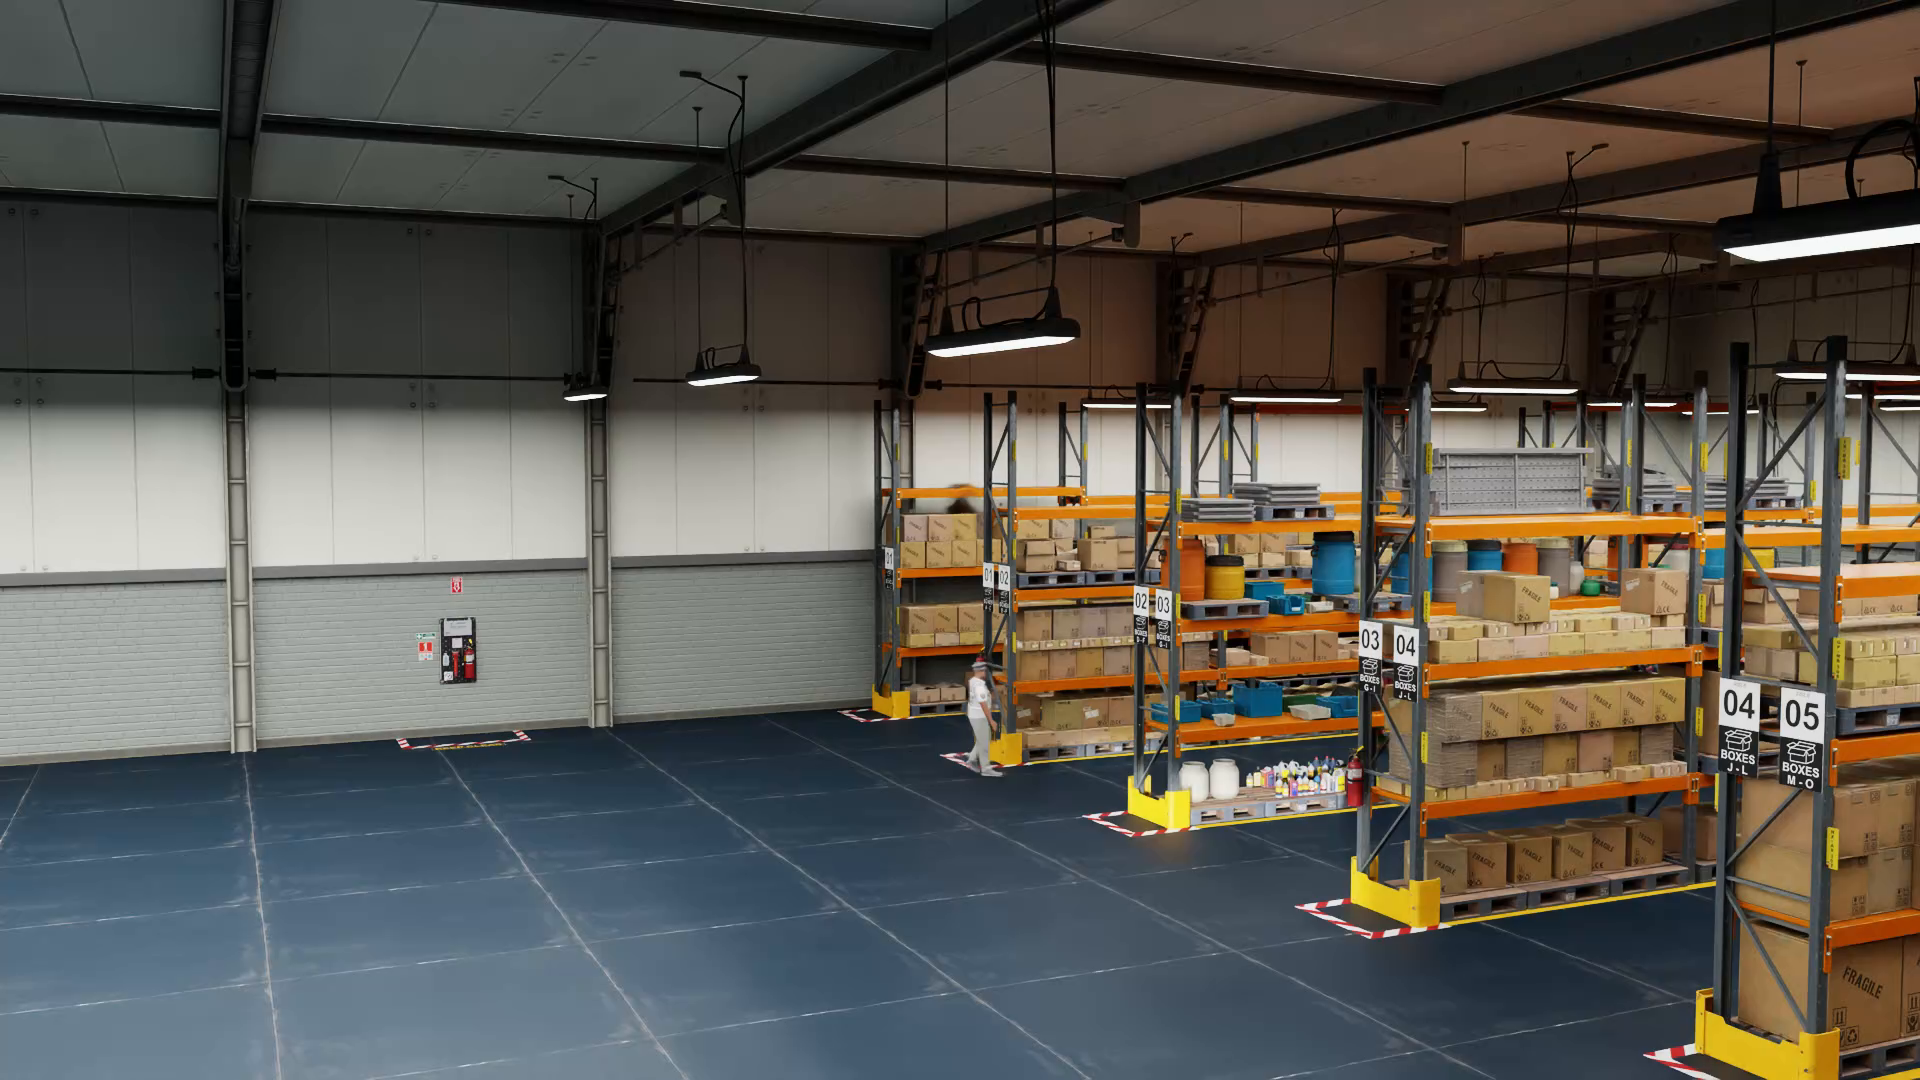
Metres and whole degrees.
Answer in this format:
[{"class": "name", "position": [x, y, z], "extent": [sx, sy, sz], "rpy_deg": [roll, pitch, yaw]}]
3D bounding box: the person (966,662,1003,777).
[{"class": "person", "position": [0.371, 2.781, 25.854], "extent": [0.545, 1.777, 0.669], "rpy_deg": [0, 3, -6]}]

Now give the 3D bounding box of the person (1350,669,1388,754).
[{"class": "person", "position": [6.772, 2.673, 27.605], "extent": [1.019, 1.737, 0.688], "rpy_deg": [-2, 4, -31]}]
